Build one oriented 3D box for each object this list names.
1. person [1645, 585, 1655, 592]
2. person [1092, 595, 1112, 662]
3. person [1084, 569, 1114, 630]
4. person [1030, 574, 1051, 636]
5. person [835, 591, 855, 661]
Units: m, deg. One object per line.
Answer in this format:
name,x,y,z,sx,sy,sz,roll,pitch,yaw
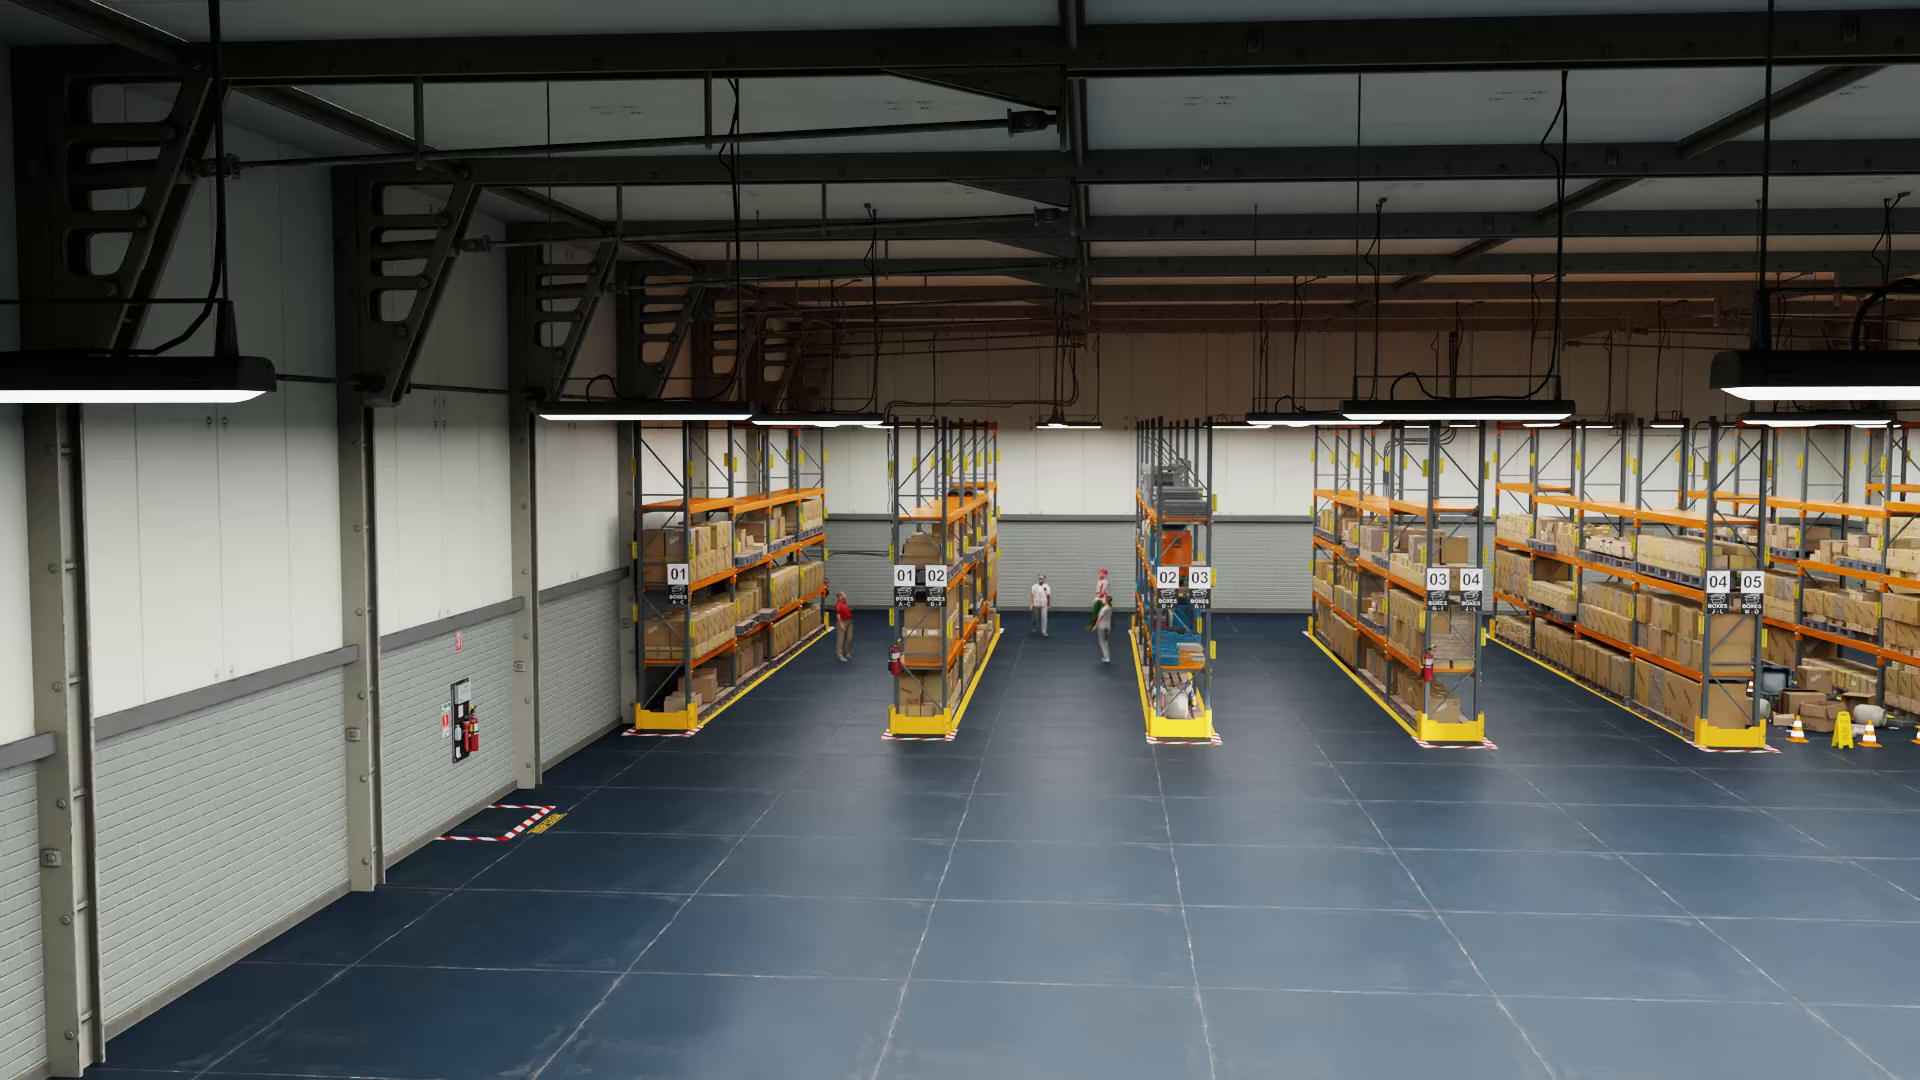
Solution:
person,17.958,1.992,43.349,0.611,1.820,0.511,-1,4,-21
person,3.541,2.224,41.136,0.524,1.714,0.535,-2,4,-31
person,3.994,1.705,47.780,0.903,1.749,0.653,-1,4,-19
person,2.252,1.812,46.655,0.606,1.734,0.991,0,4,-4
person,-2.873,2.157,41.695,0.479,1.733,0.606,3,5,40
